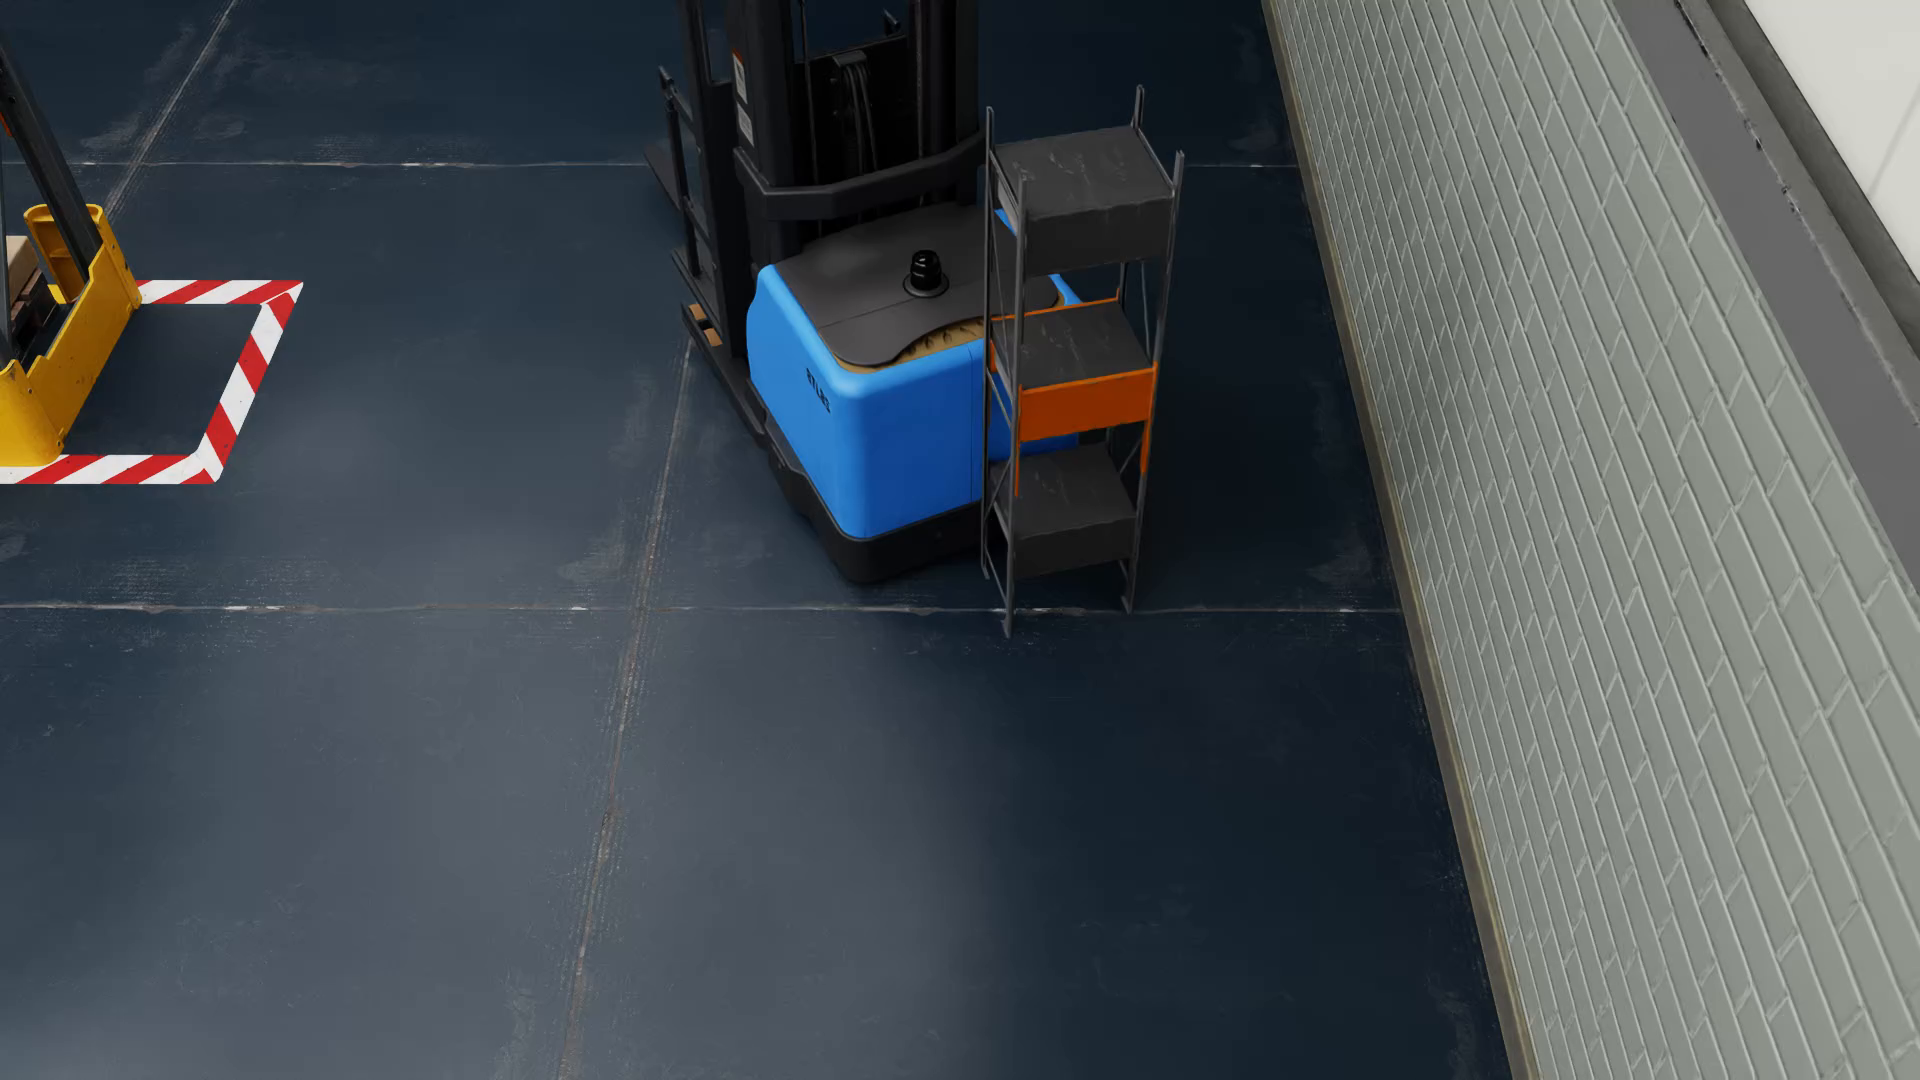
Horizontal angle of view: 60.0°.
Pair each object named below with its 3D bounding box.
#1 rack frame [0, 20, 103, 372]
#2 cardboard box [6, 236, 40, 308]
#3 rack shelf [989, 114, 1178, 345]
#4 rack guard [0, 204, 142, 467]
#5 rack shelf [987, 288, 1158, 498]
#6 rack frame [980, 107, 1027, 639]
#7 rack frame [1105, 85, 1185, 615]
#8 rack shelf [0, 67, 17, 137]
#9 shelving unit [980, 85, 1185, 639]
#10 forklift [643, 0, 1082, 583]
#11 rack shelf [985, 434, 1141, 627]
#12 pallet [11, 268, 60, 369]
[{"bbox_3d":[-3.931,-1.761,6.340,0.127,3.000,1.000,0,47,0],"label":"rack frame"},{"bbox_3d":[-4.349,-1.192,7.458,0.250,0.149,0.380,0,47,0],"label":"cardboard box"},{"bbox_3d":[0.375,-0.990,5.299,0.480,0.518,0.431,-11,48,-10],"label":"rack shelf"},{"bbox_3d":[-4.007,-0.910,7.255,0.348,0.500,1.175,0,47,0],"label":"rack guard"},{"bbox_3d":[0.375,-0.513,5.811,0.480,0.518,0.431,-11,48,-10],"label":"rack shelf"},{"bbox_3d":[0.139,-0.477,5.759,0.015,2.100,0.400,-11,48,-10],"label":"rack frame"},{"bbox_3d":[0.611,-0.567,5.843,0.015,2.100,0.400,-11,48,-10],"label":"rack frame"},{"bbox_3d":[-5.931,-1.521,6.608,4.000,0.370,1.077,0,47,0],"label":"rack shelf"},{"bbox_3d":[0.375,-0.522,5.801,0.503,2.100,0.431,-11,48,-10],"label":"shelving unit"},{"bbox_3d":[-0.613,-1.921,6.535,1.130,2.935,3.031,-20,50,-17],"label":"forklift"},{"bbox_3d":[0.375,-0.036,6.324,0.480,0.518,0.431,-11,48,-10],"label":"rack shelf"},{"bbox_3d":[-4.805,-0.812,7.362,1.213,0.211,1.003,0,47,0],"label":"pallet"}]
